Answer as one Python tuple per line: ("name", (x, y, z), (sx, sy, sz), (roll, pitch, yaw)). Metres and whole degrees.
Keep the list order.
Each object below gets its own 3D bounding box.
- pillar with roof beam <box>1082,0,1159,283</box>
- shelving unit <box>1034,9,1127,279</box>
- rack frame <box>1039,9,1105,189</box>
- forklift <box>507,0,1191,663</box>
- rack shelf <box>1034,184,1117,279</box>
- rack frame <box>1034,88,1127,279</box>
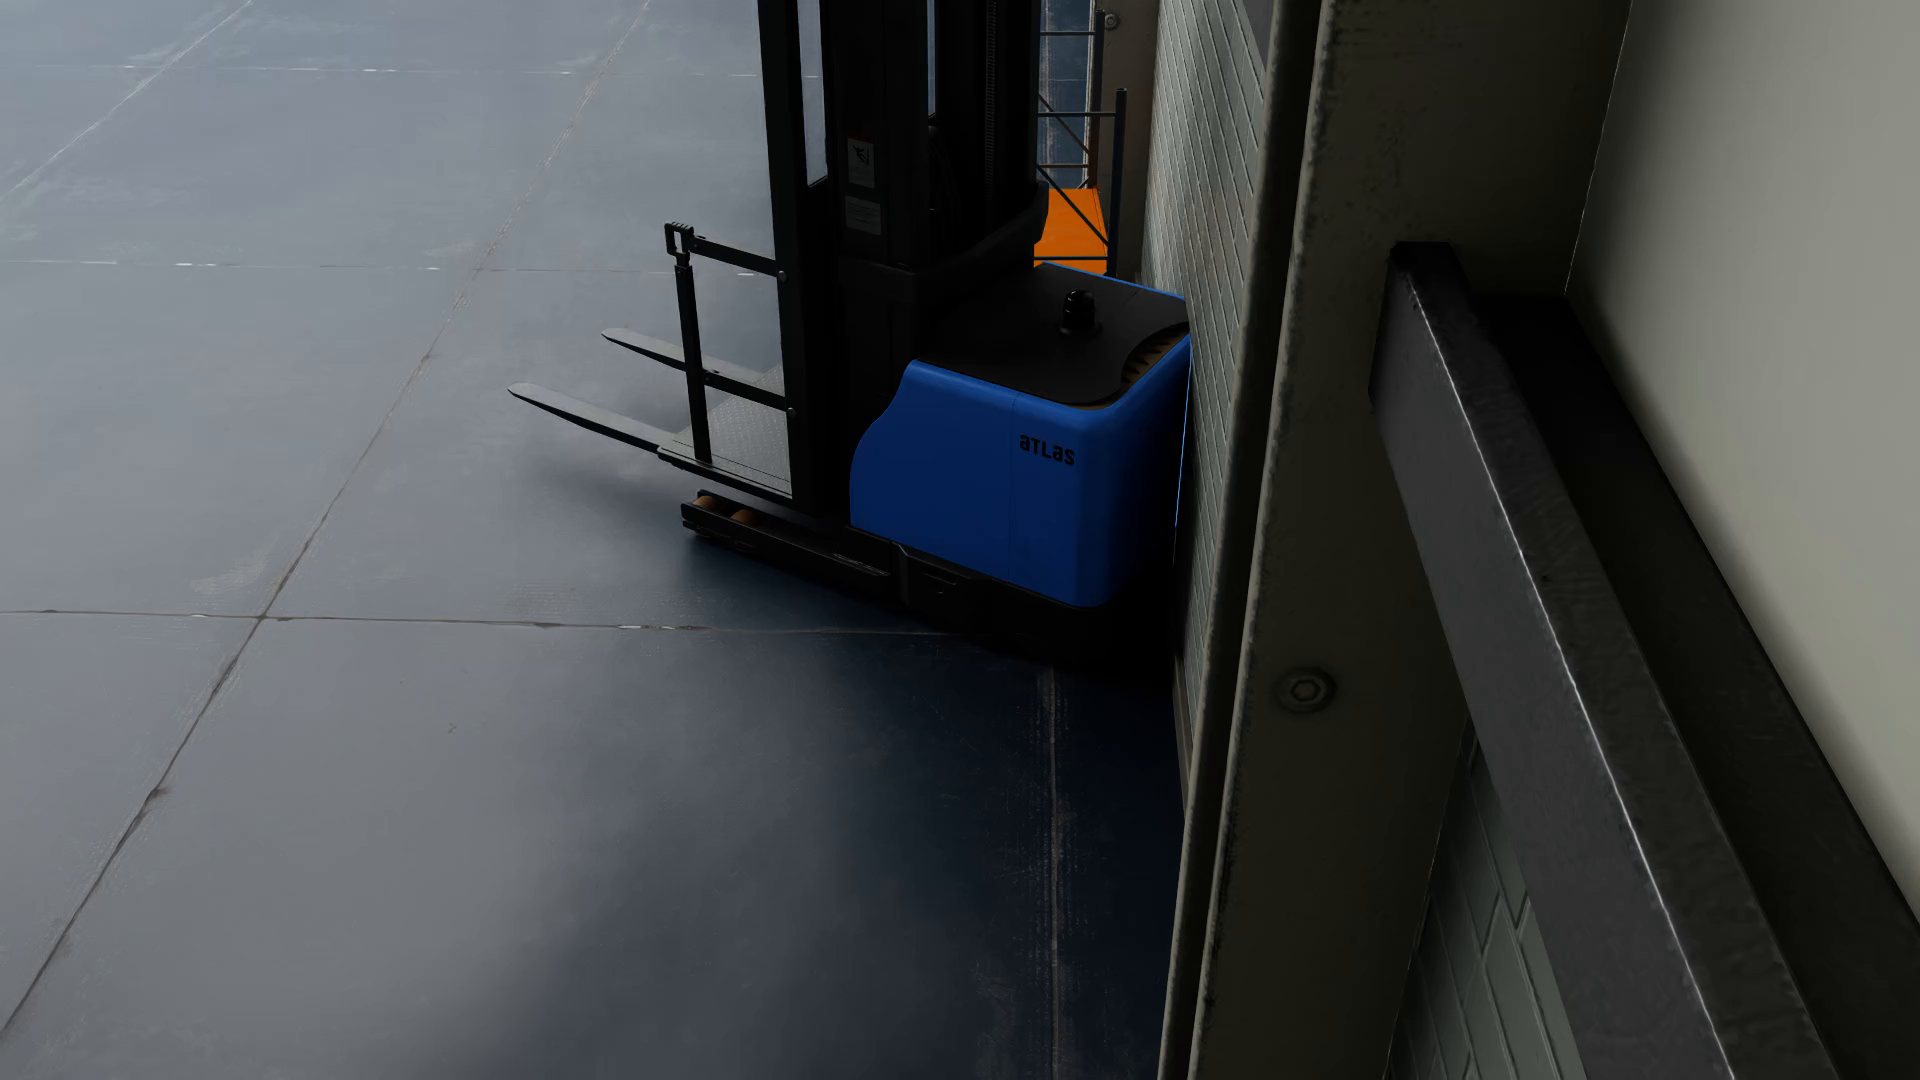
("pillar with roof beam", (-3.523, -5.134, 6.229), (9.100, 9.000, 0.400), (1, 35, 2))
("shelving unit", (0.419, -1.509, 7.593), (0.587, 1.500, 1.083), (0, 35, -1))
("rack frame", (0.411, -1.796, 8.001), (0.500, 1.500, 0.032), (0, 35, -1))
("forklift", (-0.529, -1.388, 6.175), (3.031, 2.935, 1.130), (20, 40, 25))
("rack shelf", (0.419, -1.357, 7.689), (0.538, 0.185, 1.000), (0, 35, -1))
("rack frame", (0.427, -1.211, 7.169), (0.500, 1.500, 0.032), (0, 35, -1))
